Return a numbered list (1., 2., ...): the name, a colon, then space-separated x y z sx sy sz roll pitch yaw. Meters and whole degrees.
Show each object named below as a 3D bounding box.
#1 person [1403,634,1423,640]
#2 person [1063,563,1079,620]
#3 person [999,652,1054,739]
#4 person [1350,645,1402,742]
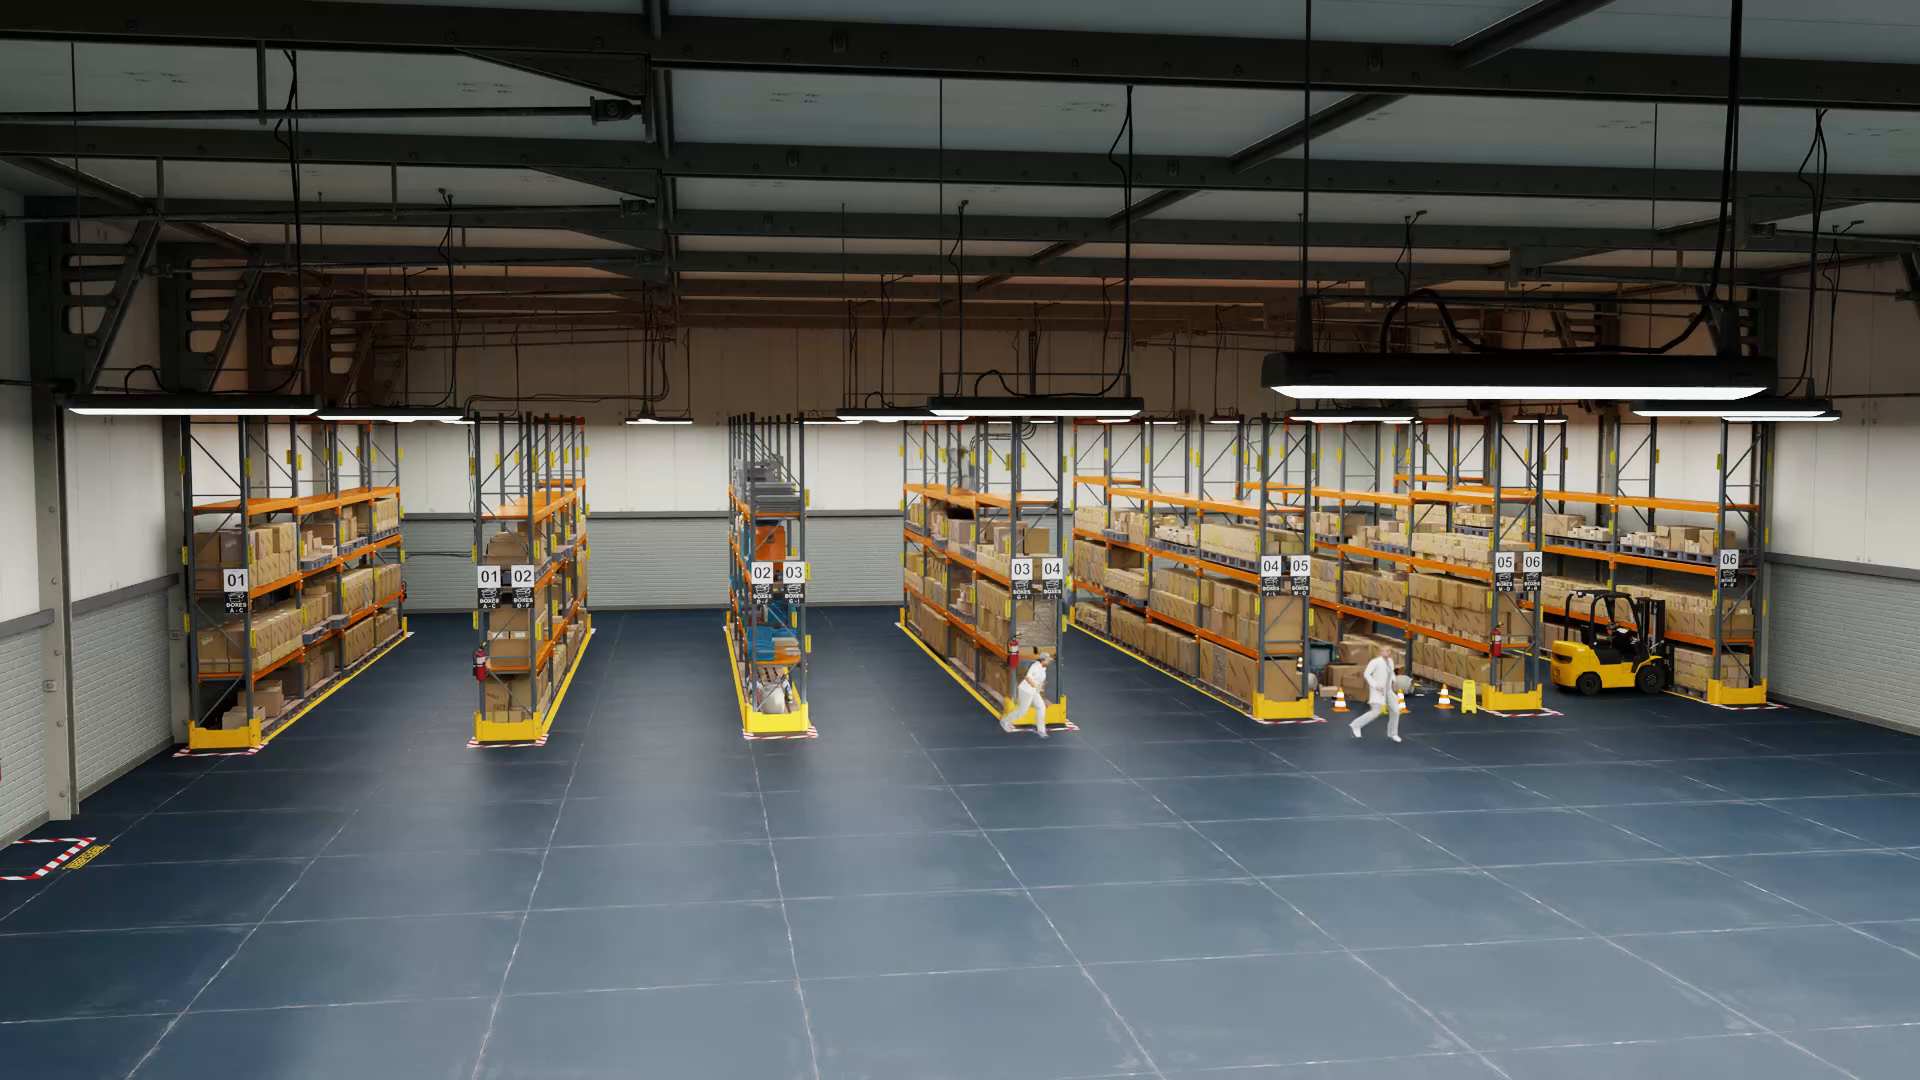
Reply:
1. person: 12.175 1.818 44.497 0.599 1.821 0.831 -1 4 -16
2. person: 3.396 1.513 49.510 0.779 1.768 0.752 -2 4 -21
3. person: 1.232 2.866 30.733 1.030 1.627 0.642 1 4 16
4. person: 7.675 2.807 30.428 0.922 1.781 0.791 -3 5 -39
